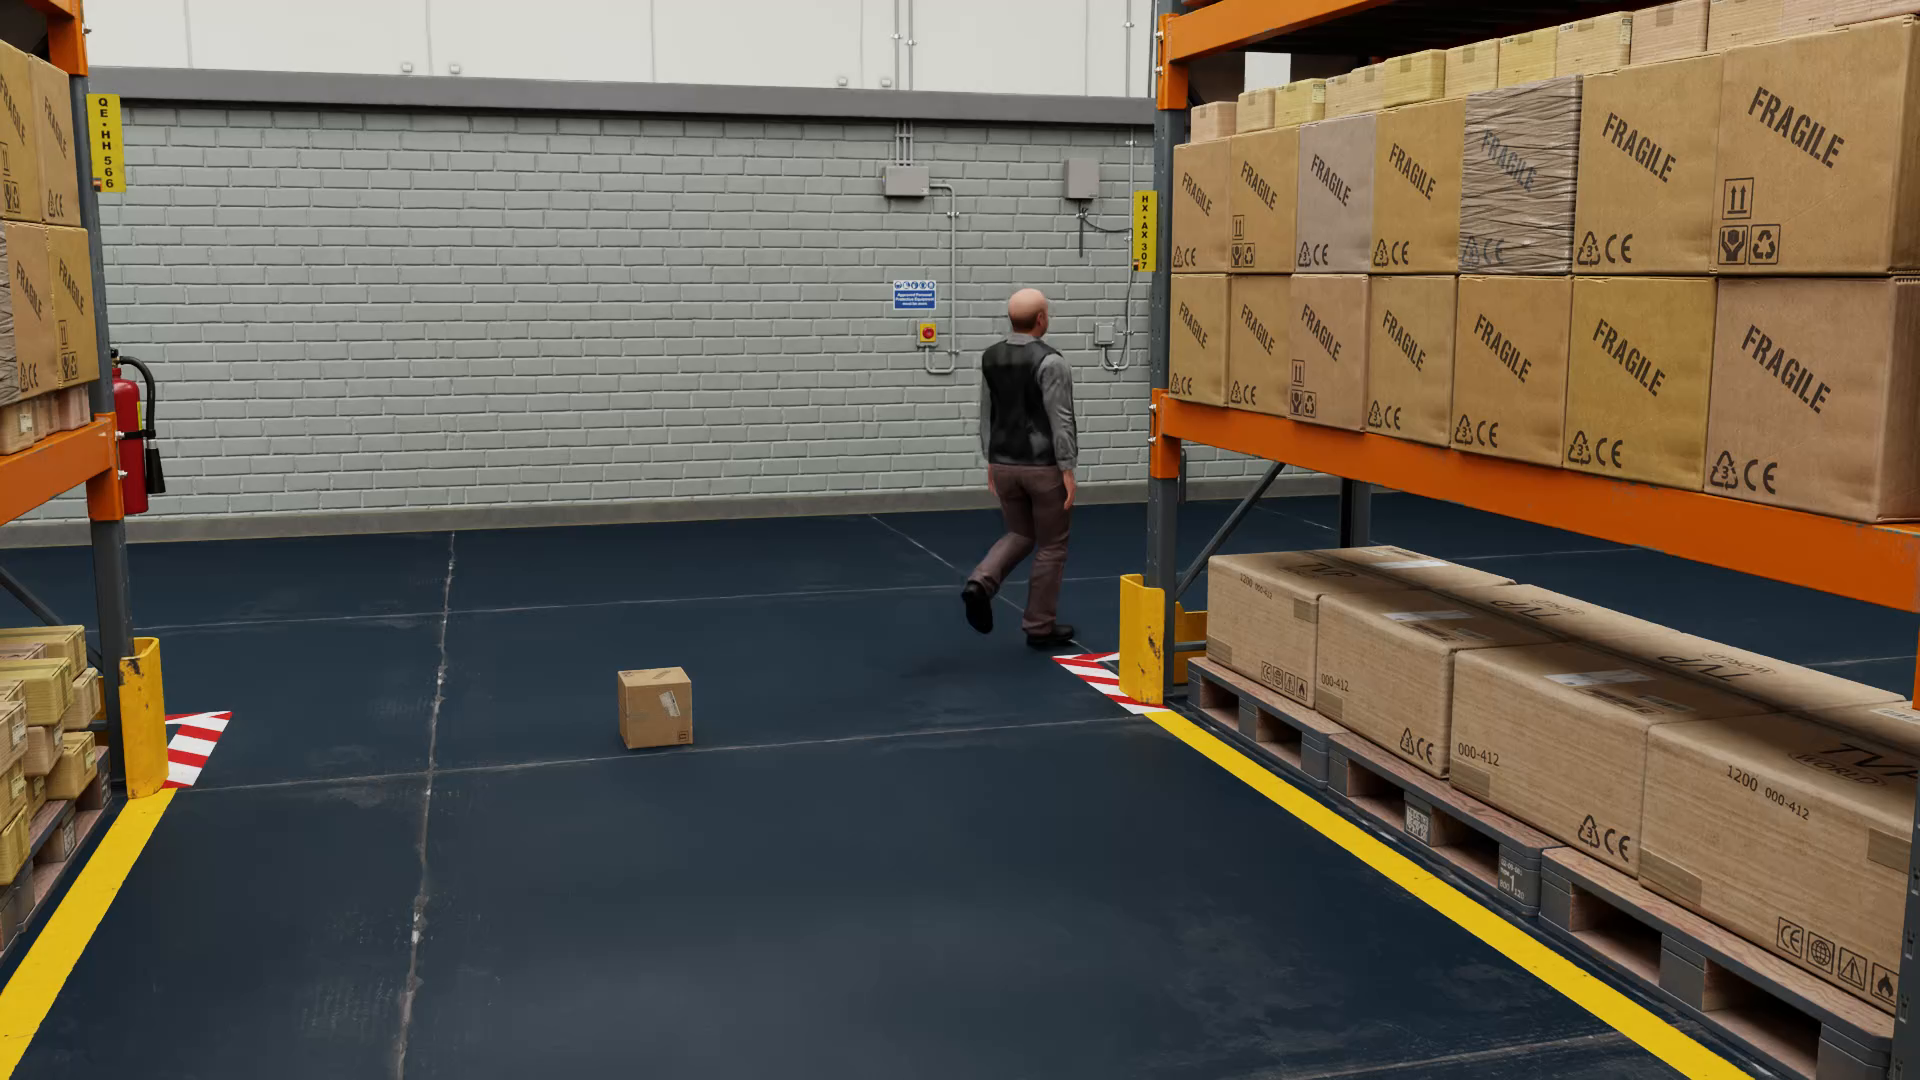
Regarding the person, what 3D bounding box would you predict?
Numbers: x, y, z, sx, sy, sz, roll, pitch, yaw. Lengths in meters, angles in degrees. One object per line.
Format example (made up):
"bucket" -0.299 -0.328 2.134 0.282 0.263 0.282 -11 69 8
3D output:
"person" 0.345 -0.337 7.910 0.555 1.706 0.537 8 12 41
